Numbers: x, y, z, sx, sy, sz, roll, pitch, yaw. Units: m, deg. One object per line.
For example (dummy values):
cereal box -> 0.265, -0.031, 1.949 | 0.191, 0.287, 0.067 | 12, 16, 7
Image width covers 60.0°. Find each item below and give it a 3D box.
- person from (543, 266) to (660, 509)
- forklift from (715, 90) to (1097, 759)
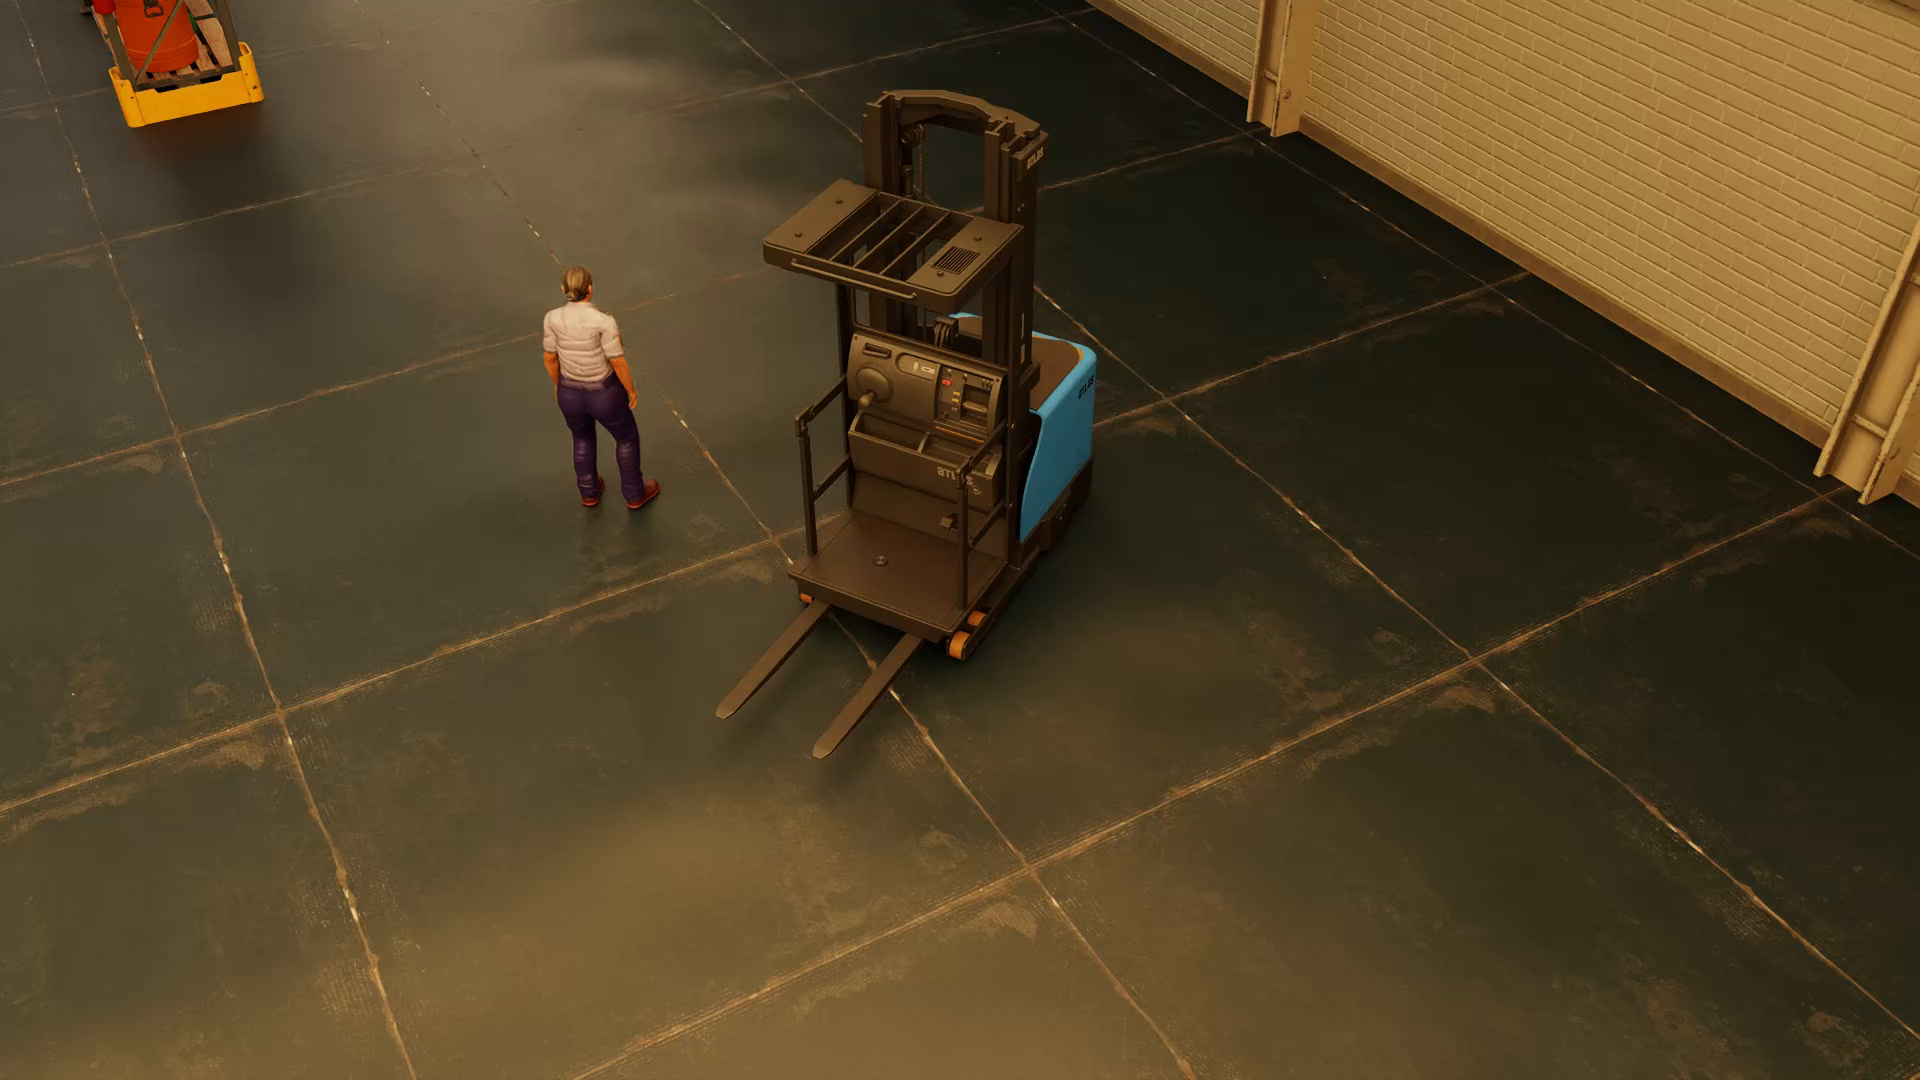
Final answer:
person -> -2.222, -0.904, 10.131 | 0.540, 1.652, 0.380 | 6, 40, 8
forklift -> -0.297, -0.774, 8.969 | 1.130, 2.935, 3.031 | 19, 43, 21
